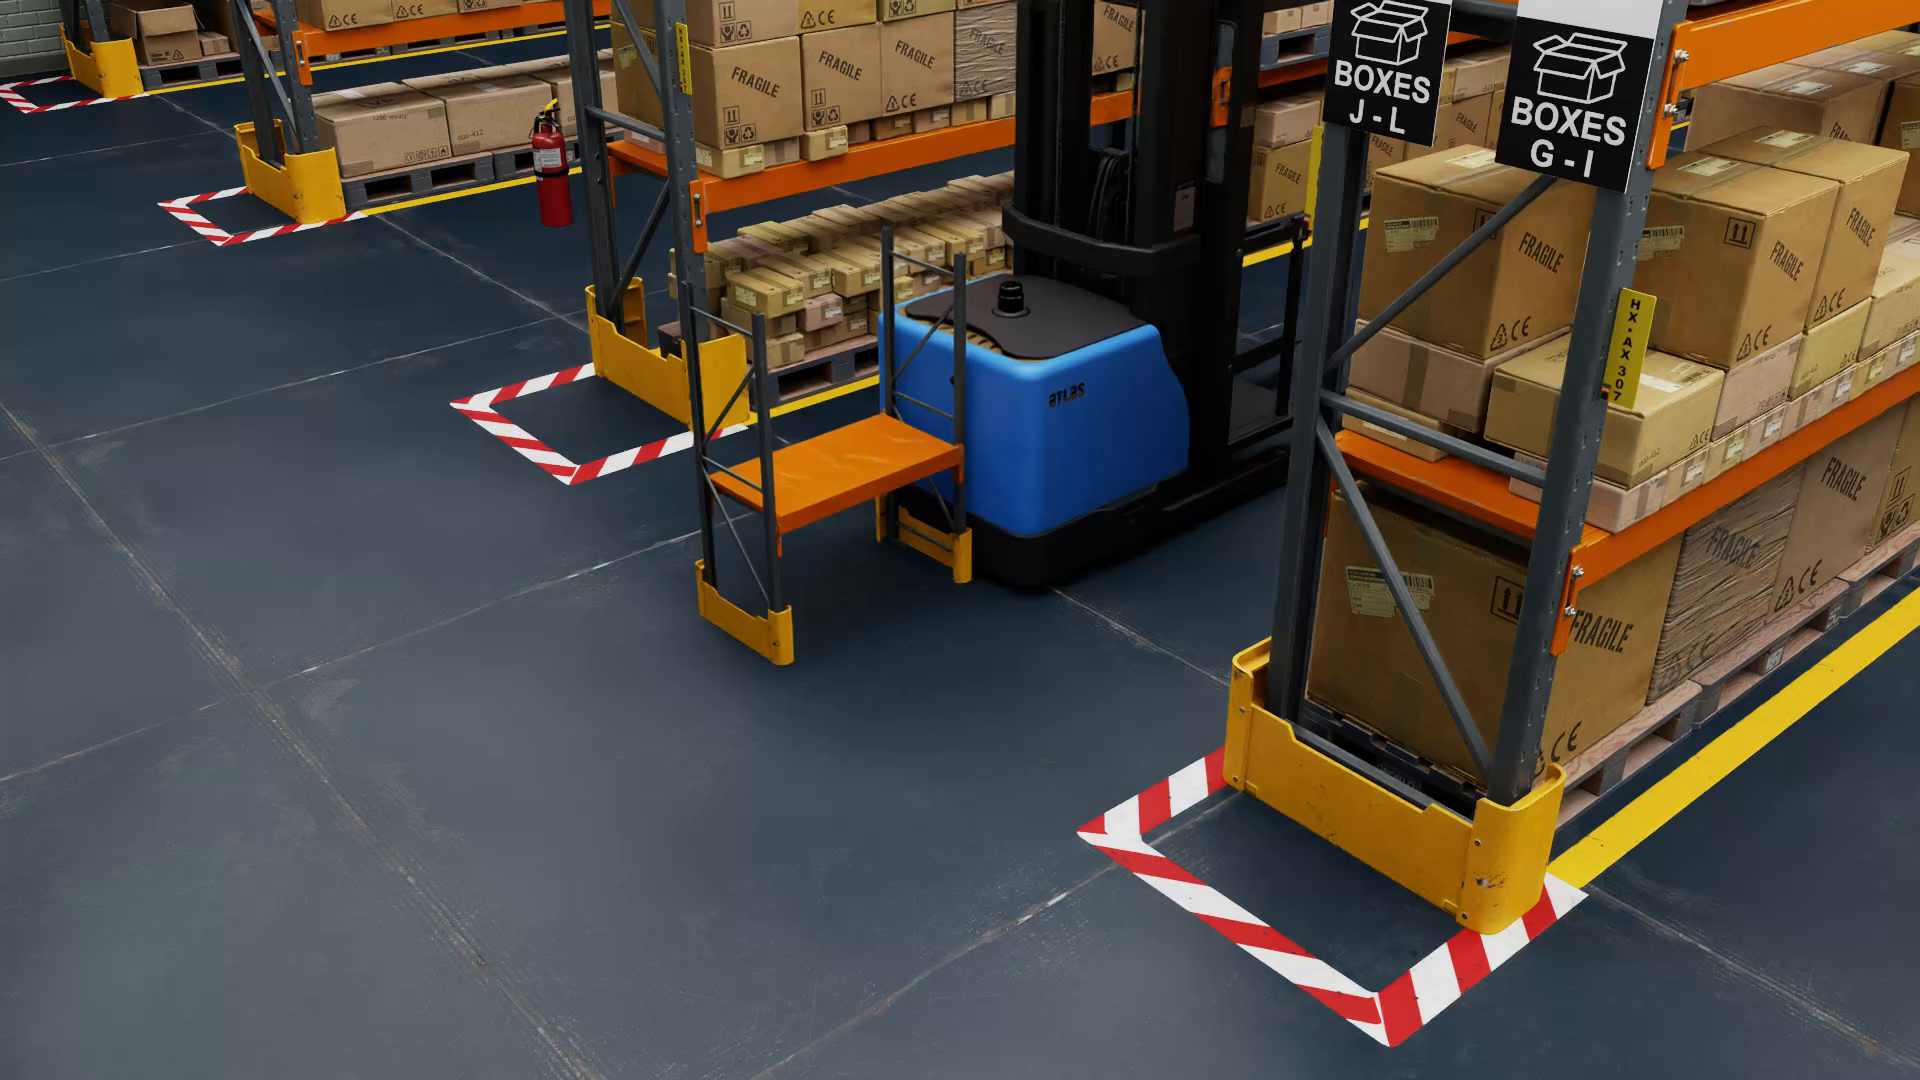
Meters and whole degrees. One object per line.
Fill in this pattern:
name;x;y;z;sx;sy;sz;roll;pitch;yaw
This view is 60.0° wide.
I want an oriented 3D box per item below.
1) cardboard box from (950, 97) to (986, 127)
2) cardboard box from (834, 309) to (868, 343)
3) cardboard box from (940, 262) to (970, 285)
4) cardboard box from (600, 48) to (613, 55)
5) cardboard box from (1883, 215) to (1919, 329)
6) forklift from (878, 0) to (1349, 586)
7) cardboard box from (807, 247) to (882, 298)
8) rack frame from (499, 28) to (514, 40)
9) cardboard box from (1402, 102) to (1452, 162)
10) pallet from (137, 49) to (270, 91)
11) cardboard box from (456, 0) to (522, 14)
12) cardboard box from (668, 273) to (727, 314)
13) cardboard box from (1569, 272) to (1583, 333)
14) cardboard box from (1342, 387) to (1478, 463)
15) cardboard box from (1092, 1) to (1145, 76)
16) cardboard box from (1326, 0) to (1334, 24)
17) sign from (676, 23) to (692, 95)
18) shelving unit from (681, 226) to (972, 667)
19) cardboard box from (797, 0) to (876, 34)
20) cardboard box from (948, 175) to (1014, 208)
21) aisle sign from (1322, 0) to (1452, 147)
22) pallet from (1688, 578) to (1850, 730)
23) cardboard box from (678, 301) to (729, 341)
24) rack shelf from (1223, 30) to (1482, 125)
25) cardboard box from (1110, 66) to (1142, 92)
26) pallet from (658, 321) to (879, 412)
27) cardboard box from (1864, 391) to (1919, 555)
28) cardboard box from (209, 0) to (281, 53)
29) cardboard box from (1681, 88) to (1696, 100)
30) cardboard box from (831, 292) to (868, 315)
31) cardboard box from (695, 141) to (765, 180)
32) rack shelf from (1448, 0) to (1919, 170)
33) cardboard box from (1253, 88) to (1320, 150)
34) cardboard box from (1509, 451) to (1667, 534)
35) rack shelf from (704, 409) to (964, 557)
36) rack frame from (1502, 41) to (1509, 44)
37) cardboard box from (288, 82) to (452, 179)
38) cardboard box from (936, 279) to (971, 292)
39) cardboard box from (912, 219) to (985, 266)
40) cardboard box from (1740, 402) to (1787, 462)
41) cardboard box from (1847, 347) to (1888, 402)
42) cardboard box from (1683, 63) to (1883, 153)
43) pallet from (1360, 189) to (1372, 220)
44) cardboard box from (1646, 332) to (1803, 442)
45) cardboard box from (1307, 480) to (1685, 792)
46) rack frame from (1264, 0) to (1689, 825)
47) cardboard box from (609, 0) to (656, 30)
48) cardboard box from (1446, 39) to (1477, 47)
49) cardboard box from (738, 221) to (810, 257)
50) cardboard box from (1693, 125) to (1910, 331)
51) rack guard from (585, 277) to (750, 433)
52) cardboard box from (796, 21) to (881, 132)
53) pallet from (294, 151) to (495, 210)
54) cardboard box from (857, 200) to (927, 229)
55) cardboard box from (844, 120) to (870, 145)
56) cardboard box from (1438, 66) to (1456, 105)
cardboard box;-0.062;-2.480;9.476;0.250;0.149;0.380;-20;34;-33
cardboard box;-0.739;-1.275;9.533;0.250;0.149;0.380;-21;35;-34
cardboard box;-0.151;-1.664;9.945;0.250;0.149;0.380;-20;34;-32
cardboard box;-2.469;-3.983;14.294;0.875;0.438;0.875;-22;35;-36
cardboard box;3.564;-1.049;6.374;0.500;0.250;0.500;-21;35;-34
forklift;1.042;-1.674;7.774;3.031;2.935;1.130;-24;36;-37
cardboard box;-0.650;-1.502;9.325;0.250;0.149;0.380;-22;35;-35
rack frame;-5.147;-6.860;17.405;0.127;3.000;1.000;-22;35;-35
cardboard box;3.291;-3.024;12.433;0.500;0.500;0.500;-24;36;-37
pallet;-7.526;-4.674;16.273;1.213;0.211;1.003;-22;35;-35
cardboard box;-3.648;-4.260;12.433;0.500;0.500;0.500;-22;35;-35
cardboard box;-1.459;-1.437;9.520;0.250;0.149;0.380;-23;36;-36
cardboard box;2.050;-0.768;5.849;0.500;0.250;0.500;-23;35;-36
cardboard box;1.524;-0.421;5.622;0.250;0.149;0.380;-21;35;-34
cardboard box;0.787;-3.105;9.957;0.500;0.500;0.500;-23;36;-36
cardboard box;2.366;-3.530;10.994;0.250;0.149;0.380;-22;35;-35
sign;-1.323;-2.301;7.956;0.005;0.325;0.100;-22;35;-35
shelving unit;-0.534;-0.415;6.935;1.083;1.500;0.587;-24;36;-37
cardboard box;-0.782;-2.929;8.566;0.500;0.500;0.500;-21;34;-34
cardboard box;0.132;-2.202;10.637;0.250;0.149;0.380;-21;35;-34
aisle sign;1.218;-1.537;4.685;0.004;0.787;0.394;-22;35;-35
pallet;2.952;0.281;7.000;1.213;0.211;1.003;-22;35;-35
cardboard box;-1.410;-1.278;9.538;0.250;0.149;0.380;-21;35;-34
rack shelf;2.889;-3.632;12.128;4.000;0.370;1.077;-22;35;-35
cardboard box;0.935;-2.878;10.219;0.250;0.149;0.380;-20;34;-33
pallet;-0.977;-1.143;9.666;1.213;0.211;1.003;-22;35;-35
cardboard box;3.956;-0.603;7.505;0.875;0.875;0.875;-22;35;-35
cardboard box;-6.987;-5.120;16.355;0.500;0.500;0.700;-20;34;-33
cardboard box;6.303;-4.462;14.859;0.750;0.750;1.050;-22;35;-35
cardboard box;-0.736;-1.412;9.473;0.250;0.149;0.380;-21;35;-34
cardboard box;-1.216;-1.985;8.548;0.250;0.149;0.380;-22;35;-35
rack shelf;2.989;-1.922;5.745;4.000;0.370;1.077;-22;35;-35
cardboard box;2.101;-2.883;11.373;0.500;0.250;0.500;-24;36;-37
cardboard box;1.951;-0.184;5.179;0.250;0.149;0.380;-21;35;-34
rack shelf;-0.528;-0.259;7.026;1.000;0.185;0.538;-24;36;-37
rack frame;4.411;-4.562;13.103;0.127;3.000;1.000;-22;35;-35
cardboard box;-4.528;-3.151;12.737;0.875;0.438;0.875;-23;36;-37
cardboard box;-0.095;-1.472;9.900;0.250;0.149;0.380;-24;36;-37
cardboard box;-0.068;-1.753;9.795;0.250;0.149;0.380;-21;35;-34
cardboard box;2.538;-0.422;5.624;0.250;0.149;0.380;-23;35;-36
cardboard box;3.121;-0.655;6.060;0.250;0.149;0.380;-23;36;-36
cardboard box;3.207;-1.561;6.536;0.500;0.500;0.500;-23;36;-36
pallet;2.888;-2.722;12.619;1.213;0.211;1.003;-22;35;-35
cardboard box;2.399;-0.581;5.499;0.500;0.250;0.500;-22;35;-35
cardboard box;1.902;0.223;5.960;0.875;0.875;0.875;-22;35;-35
rack frame;1.467;-0.305;5.138;0.127;3.000;1.000;-22;35;-35
cardboard box;-1.489;-2.960;8.623;0.500;0.500;0.500;-23;36;-36
cardboard box;3.729;-3.851;13.184;0.500;0.250;0.500;-24;36;-37
cardboard box;-1.094;-1.738;9.768;0.250;0.149;0.380;-23;36;-36
cardboard box;2.778;-1.064;5.607;0.500;0.500;0.500;-23;36;-36
rack guard;-1.618;-1.035;9.156;0.348;0.500;1.175;-22;35;-35
cardboard box;-0.764;-2.501;8.825;0.500;0.500;0.500;-22;35;-35
pallet;-4.408;-2.901;12.954;1.213;0.211;1.003;-22;35;-35
cardboard box;-0.415;-1.938;10.142;0.250;0.149;0.380;-23;36;-36
cardboard box;-0.702;-2.269;9.080;0.250;0.149;0.380;-20;34;-33
cardboard box;3.287;-3.364;12.272;0.500;0.250;0.500;-21;35;-34
